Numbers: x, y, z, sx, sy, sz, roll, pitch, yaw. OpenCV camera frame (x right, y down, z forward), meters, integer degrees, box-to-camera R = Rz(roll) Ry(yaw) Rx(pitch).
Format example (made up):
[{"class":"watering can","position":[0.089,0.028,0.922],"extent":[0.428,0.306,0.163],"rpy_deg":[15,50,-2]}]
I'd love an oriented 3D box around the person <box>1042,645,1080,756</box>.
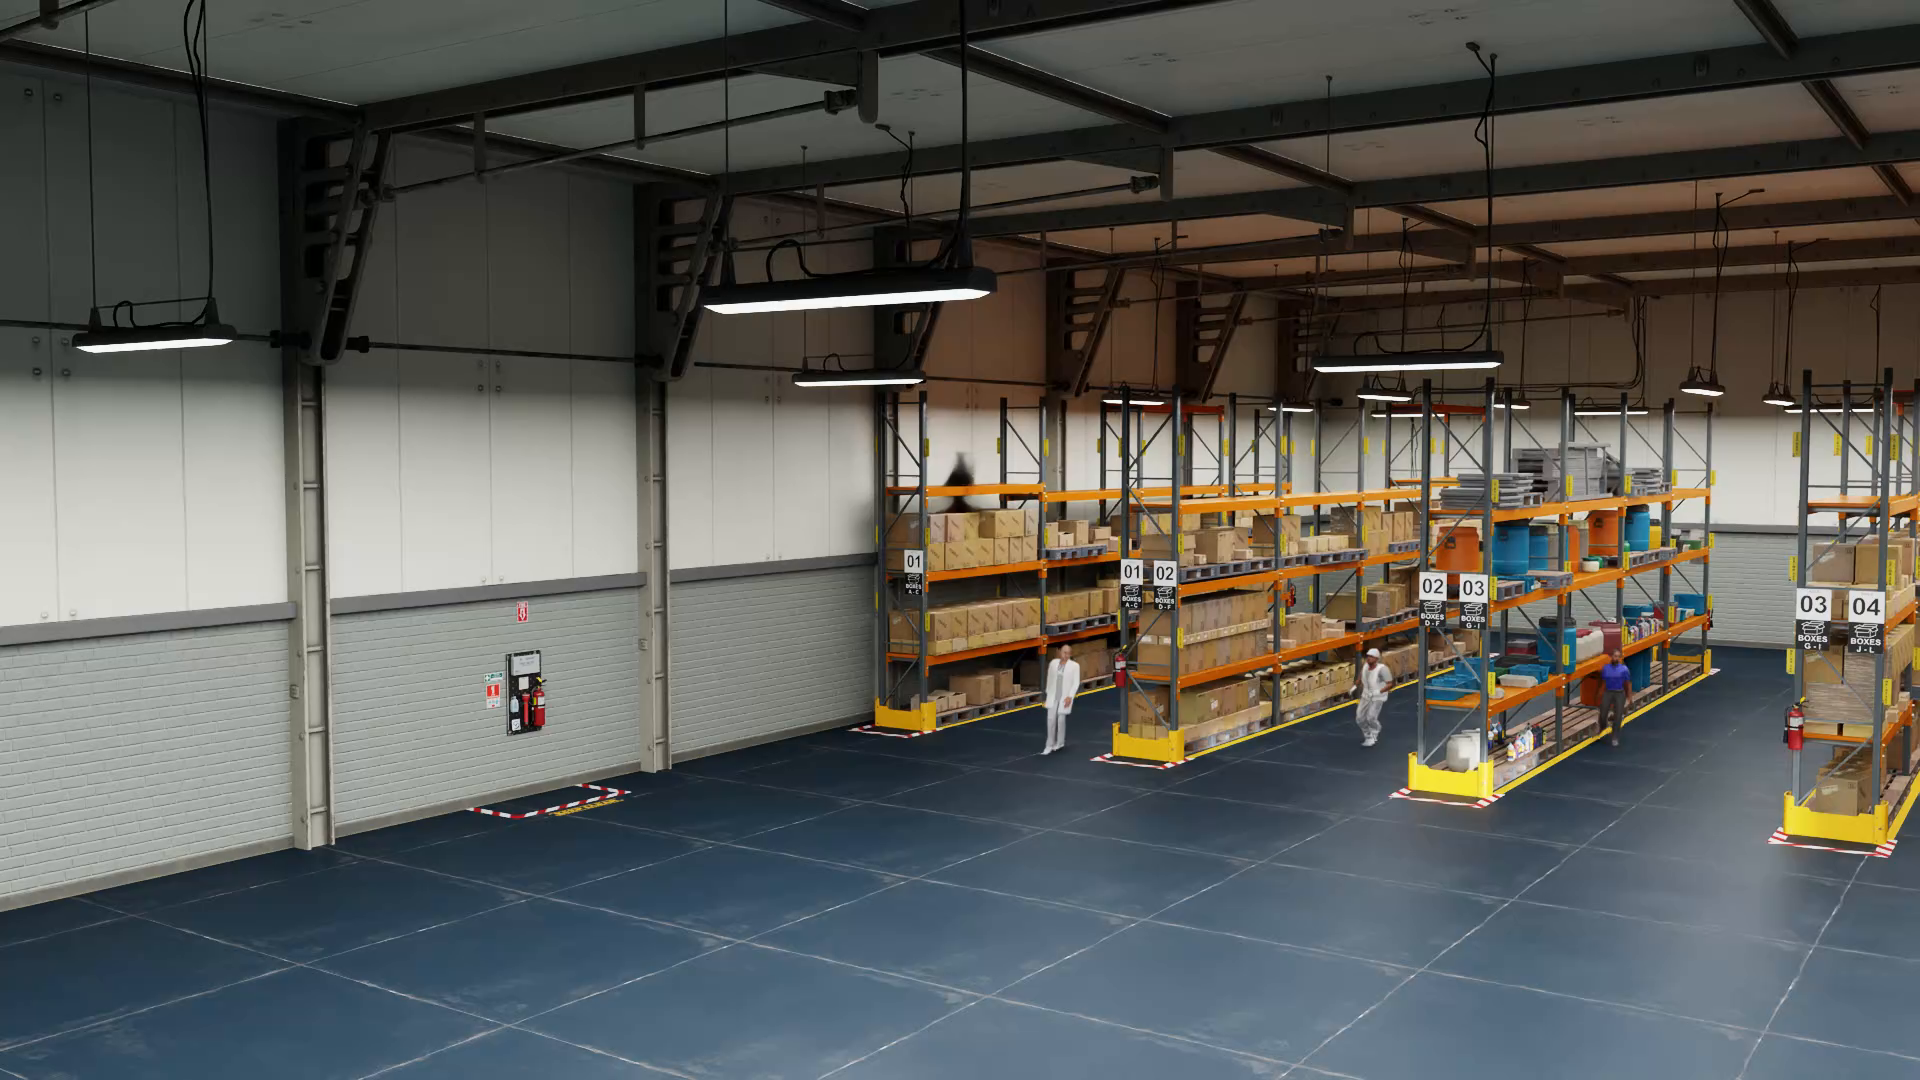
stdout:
[{"class":"person","position":[1.656,2.619,27.281],"extent":[0.626,1.801,0.701],"rpy_deg":[1,3,16]}]

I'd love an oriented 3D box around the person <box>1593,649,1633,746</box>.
[{"class":"person","position":[10.997,2.641,27.994],"extent":[0.648,1.637,0.634],"rpy_deg":[2,4,25]}]

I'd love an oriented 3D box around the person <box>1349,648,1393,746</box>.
[{"class":"person","position":[6.895,2.637,27.790],"extent":[0.507,1.683,0.776],"rpy_deg":[-3,4,-44]}]
